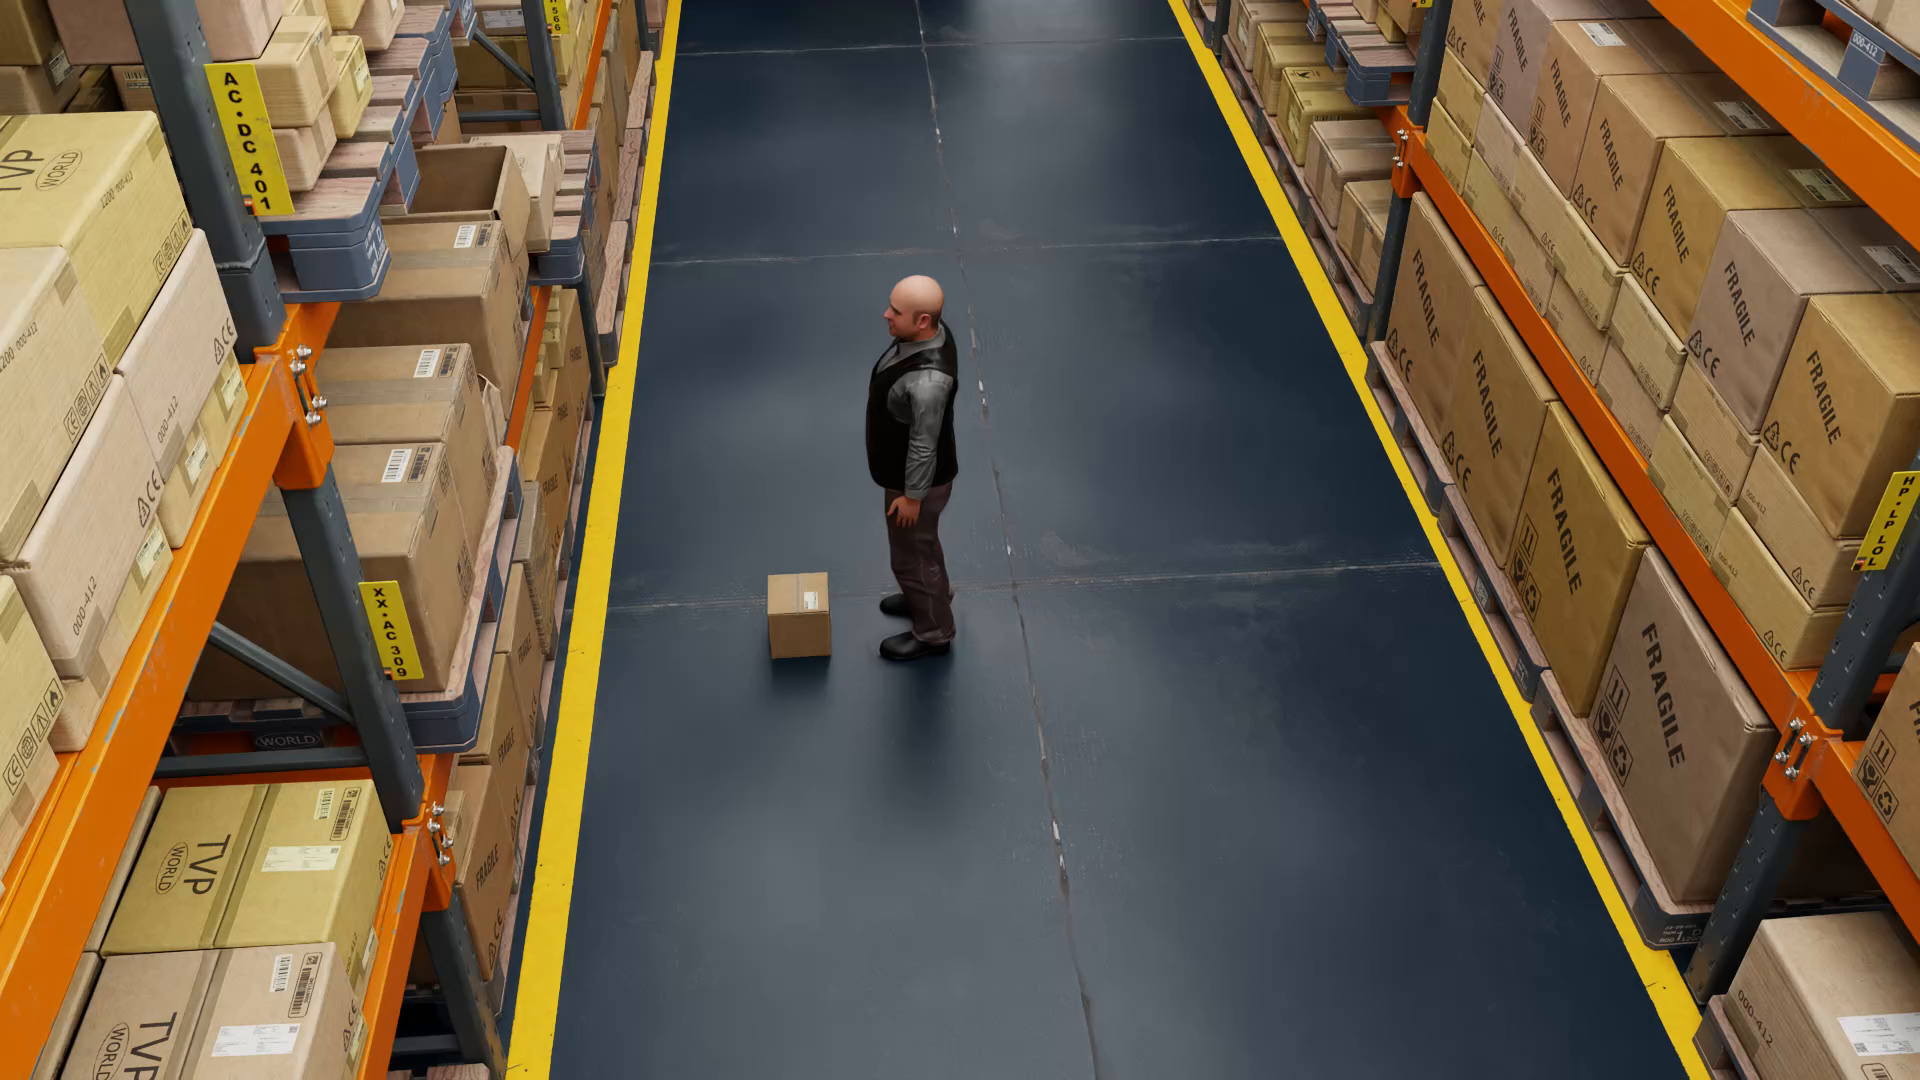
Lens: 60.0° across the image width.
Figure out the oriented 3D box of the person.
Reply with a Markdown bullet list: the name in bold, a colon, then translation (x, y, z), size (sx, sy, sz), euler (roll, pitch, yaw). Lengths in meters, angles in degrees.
- **person**: translation (-0.185, -0.232, 6.546), size (0.359, 1.634, 0.531), euler (-2, 39, -3)
